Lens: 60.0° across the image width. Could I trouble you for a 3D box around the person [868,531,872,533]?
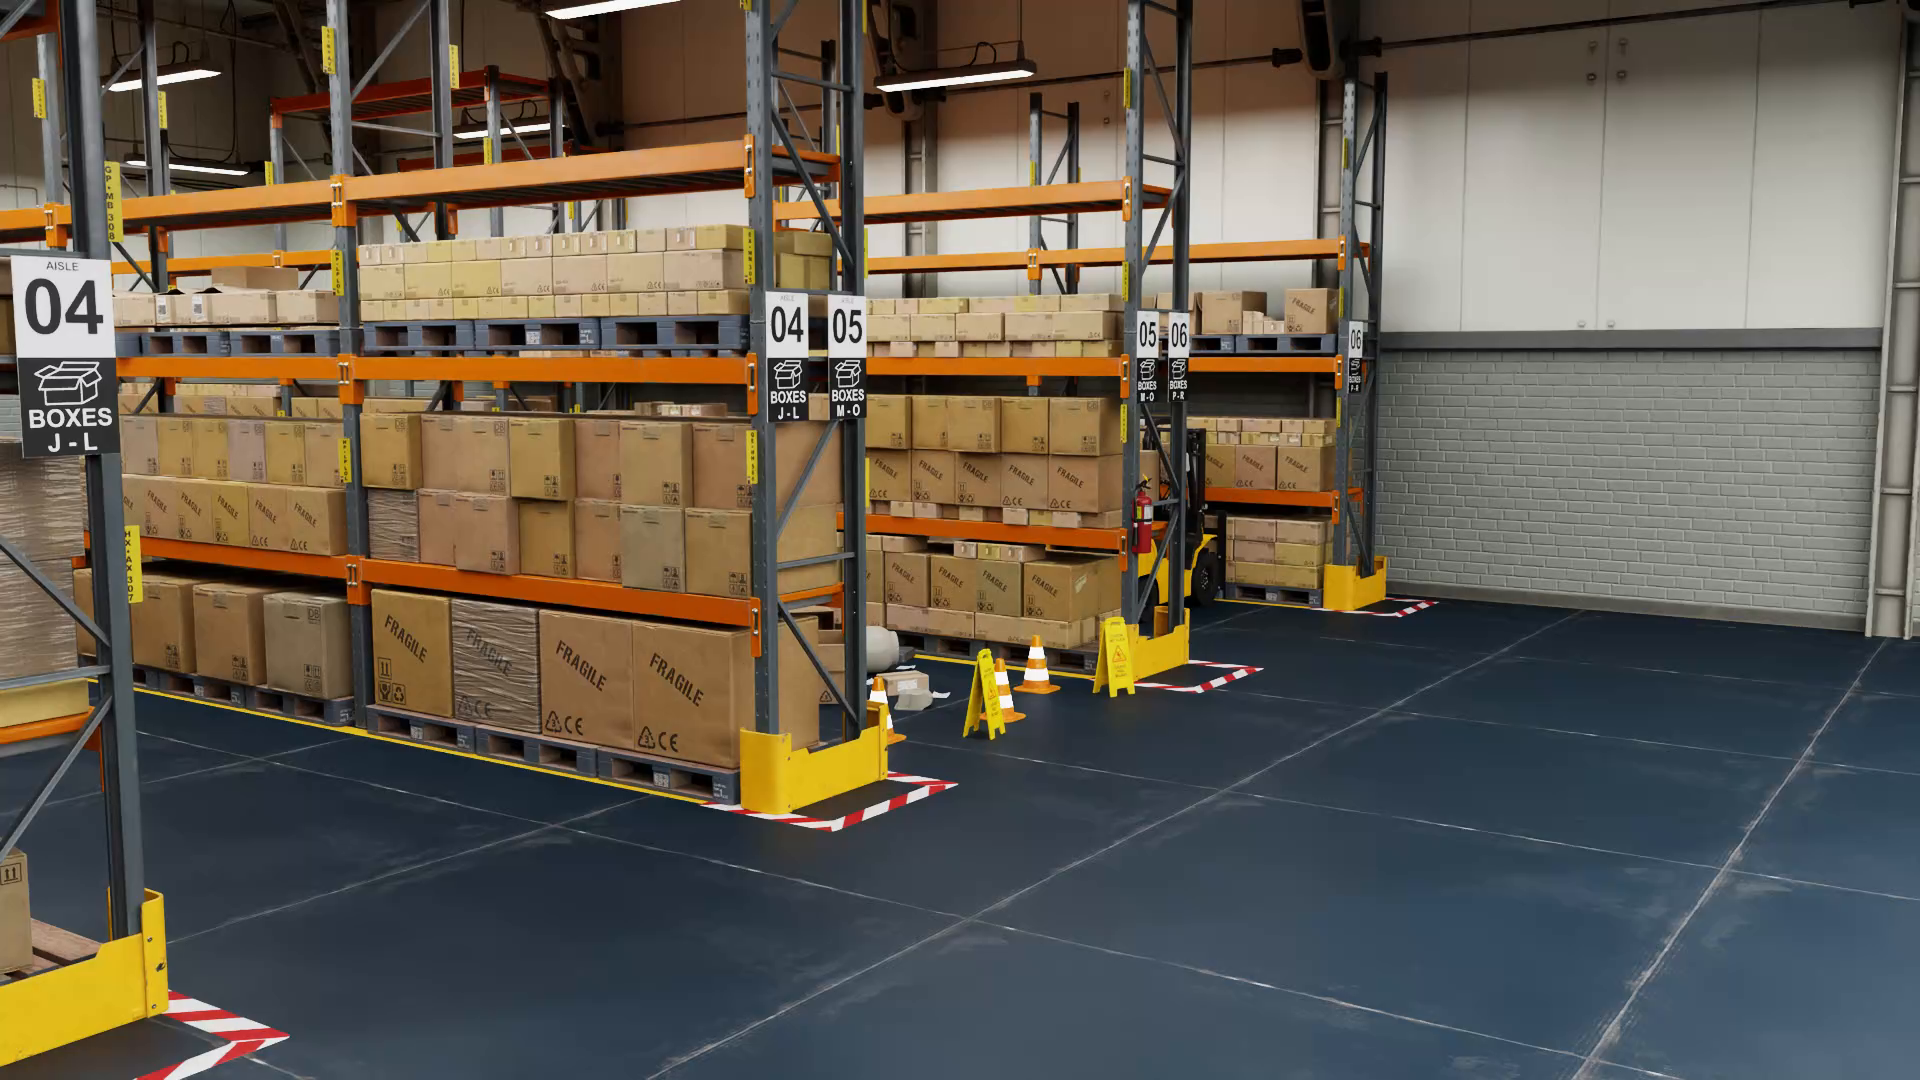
[{"bbox_3d":[-0.795,-0.511,18.980,0.355,1.082,0.600,5,8,40],"label":"person"}]
